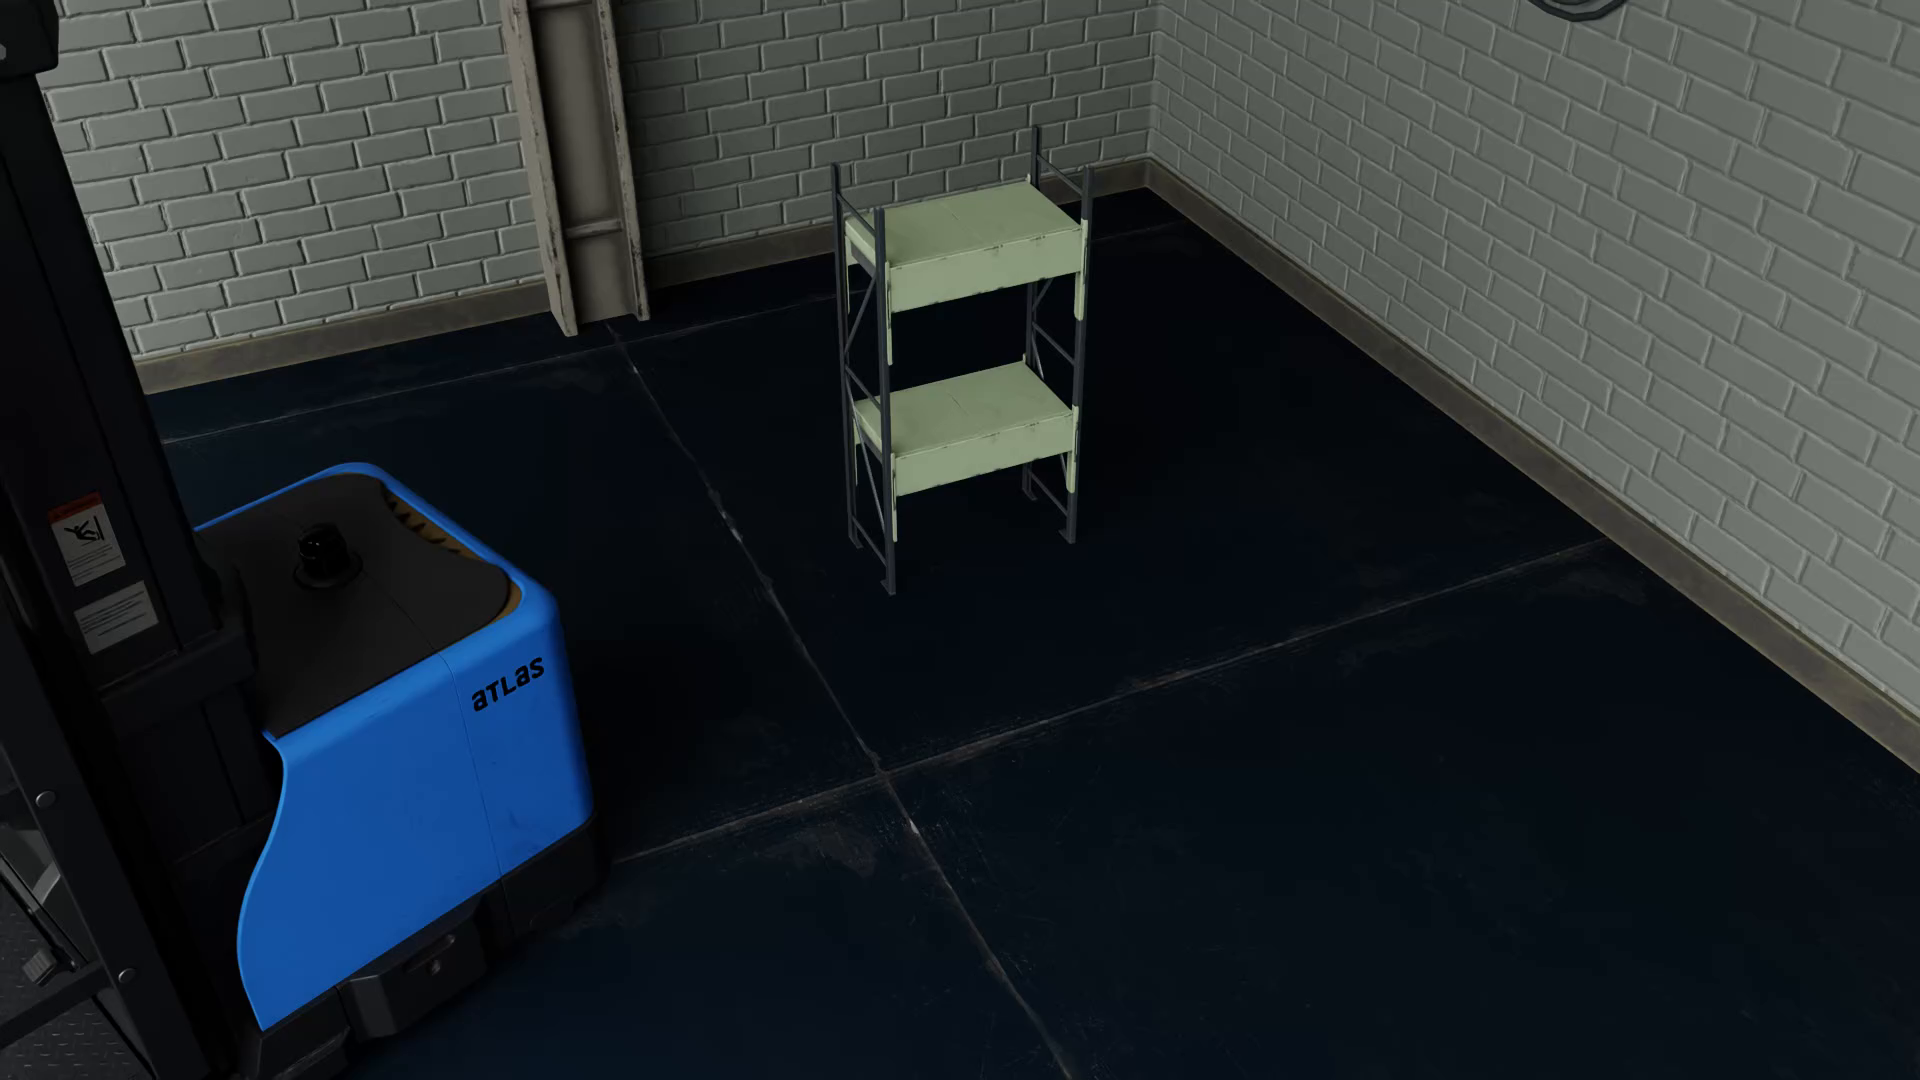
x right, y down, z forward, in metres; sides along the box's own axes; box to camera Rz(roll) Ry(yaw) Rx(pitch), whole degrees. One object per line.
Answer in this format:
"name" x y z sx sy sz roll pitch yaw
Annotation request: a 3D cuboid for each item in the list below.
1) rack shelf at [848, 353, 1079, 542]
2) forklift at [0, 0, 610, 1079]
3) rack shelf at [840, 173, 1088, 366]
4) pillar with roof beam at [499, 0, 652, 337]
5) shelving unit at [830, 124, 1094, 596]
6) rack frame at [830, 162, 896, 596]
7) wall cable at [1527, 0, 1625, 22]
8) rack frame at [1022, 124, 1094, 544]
"rack shelf" 0.006 -0.342 6.000 0.720 0.370 0.431 -16 39 -20
"forklift" -2.399 0.269 3.426 1.130 2.935 3.031 30 46 34
"rack shelf" 0.006 -0.918 5.573 0.720 0.370 0.431 -16 39 -20
"pillar with roof beam" 0.173 -2.339 1.849 0.400 9.000 9.100 -16 39 -20
"shelving unit" 0.006 -0.604 5.805 0.755 1.500 0.431 -16 39 -20
"rack frame" -0.325 -0.511 5.681 0.023 1.500 0.400 -16 39 -20
"wall cable" 1.572 -3.446 5.948 0.112 2.526 3.097 -16 39 -20
"rack frame" 0.337 -0.697 5.930 0.023 1.500 0.400 -16 39 -20
